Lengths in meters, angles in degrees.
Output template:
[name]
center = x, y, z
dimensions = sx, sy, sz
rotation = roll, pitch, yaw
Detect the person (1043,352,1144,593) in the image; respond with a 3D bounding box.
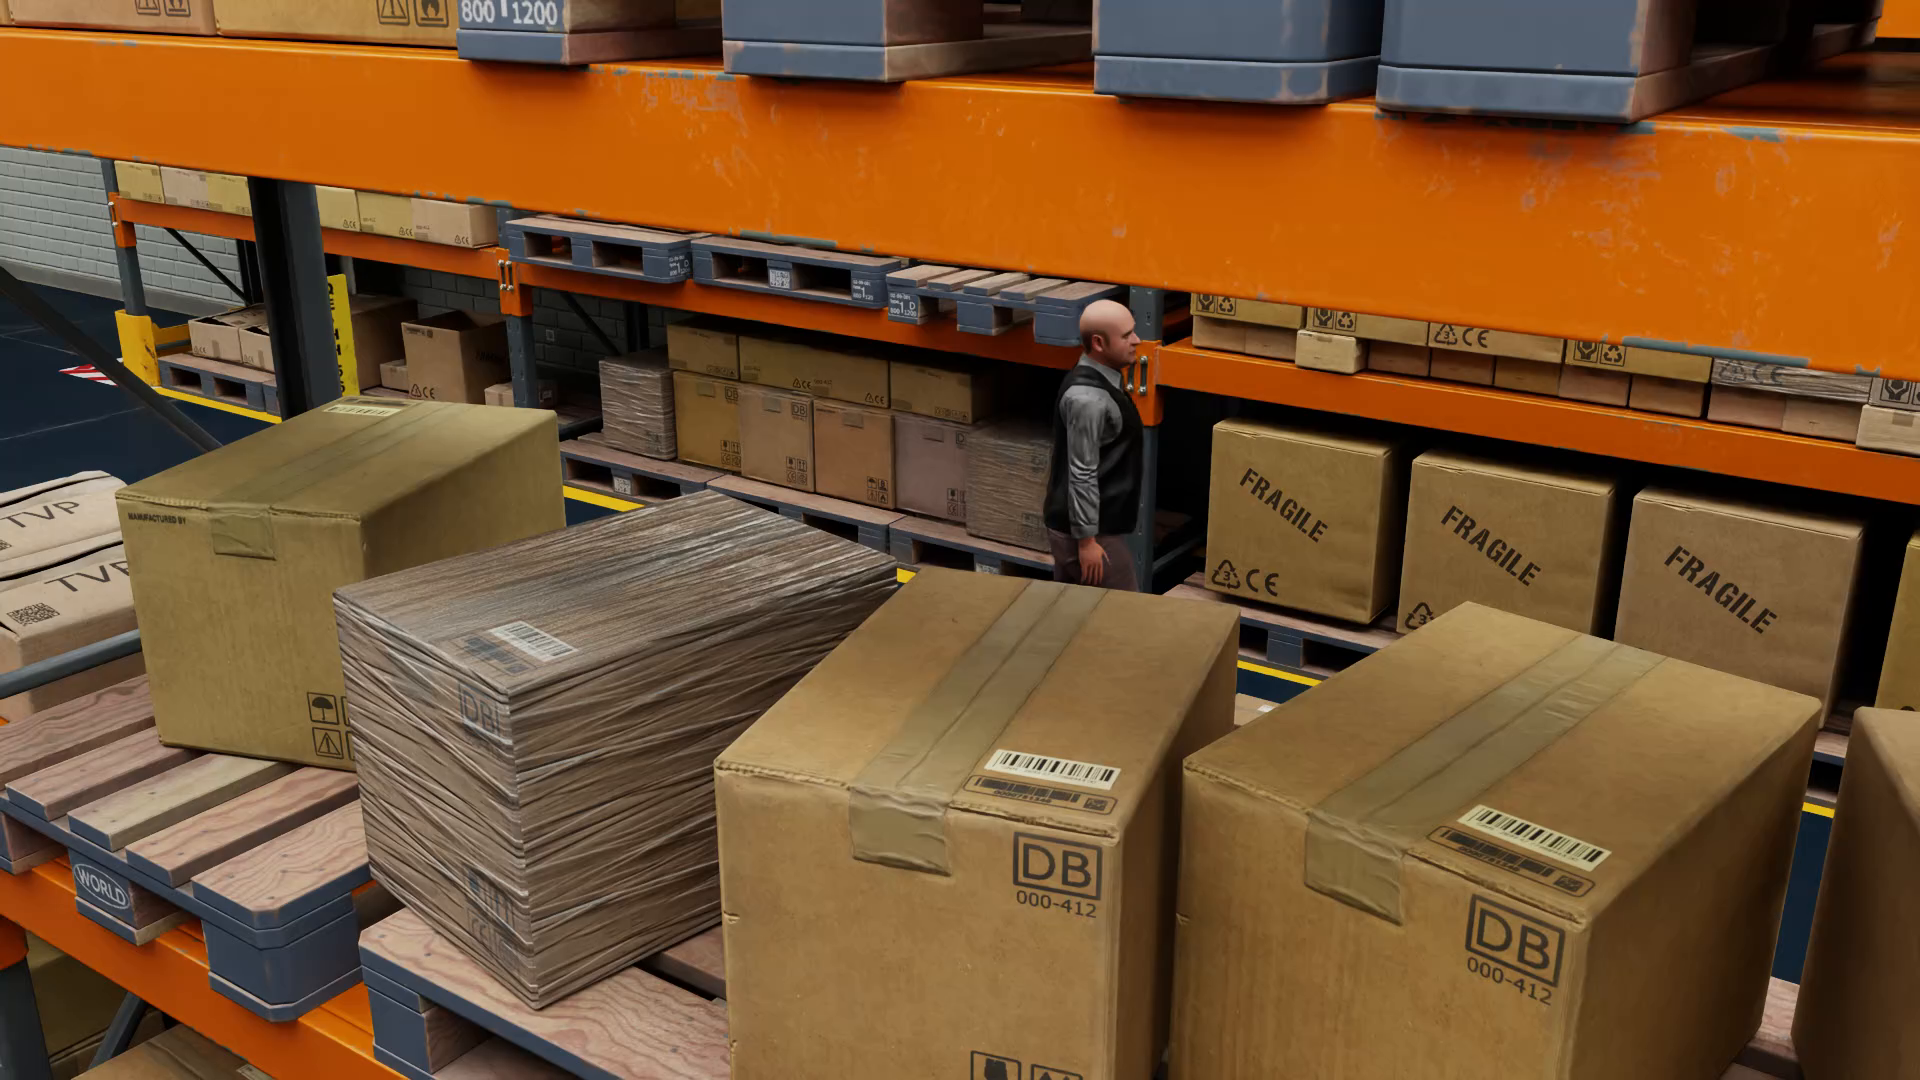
[person]
center = 0.466, 0.021, 6.186
dimensions = 0.488, 1.458, 0.559
rotation = 1, 20, 4
